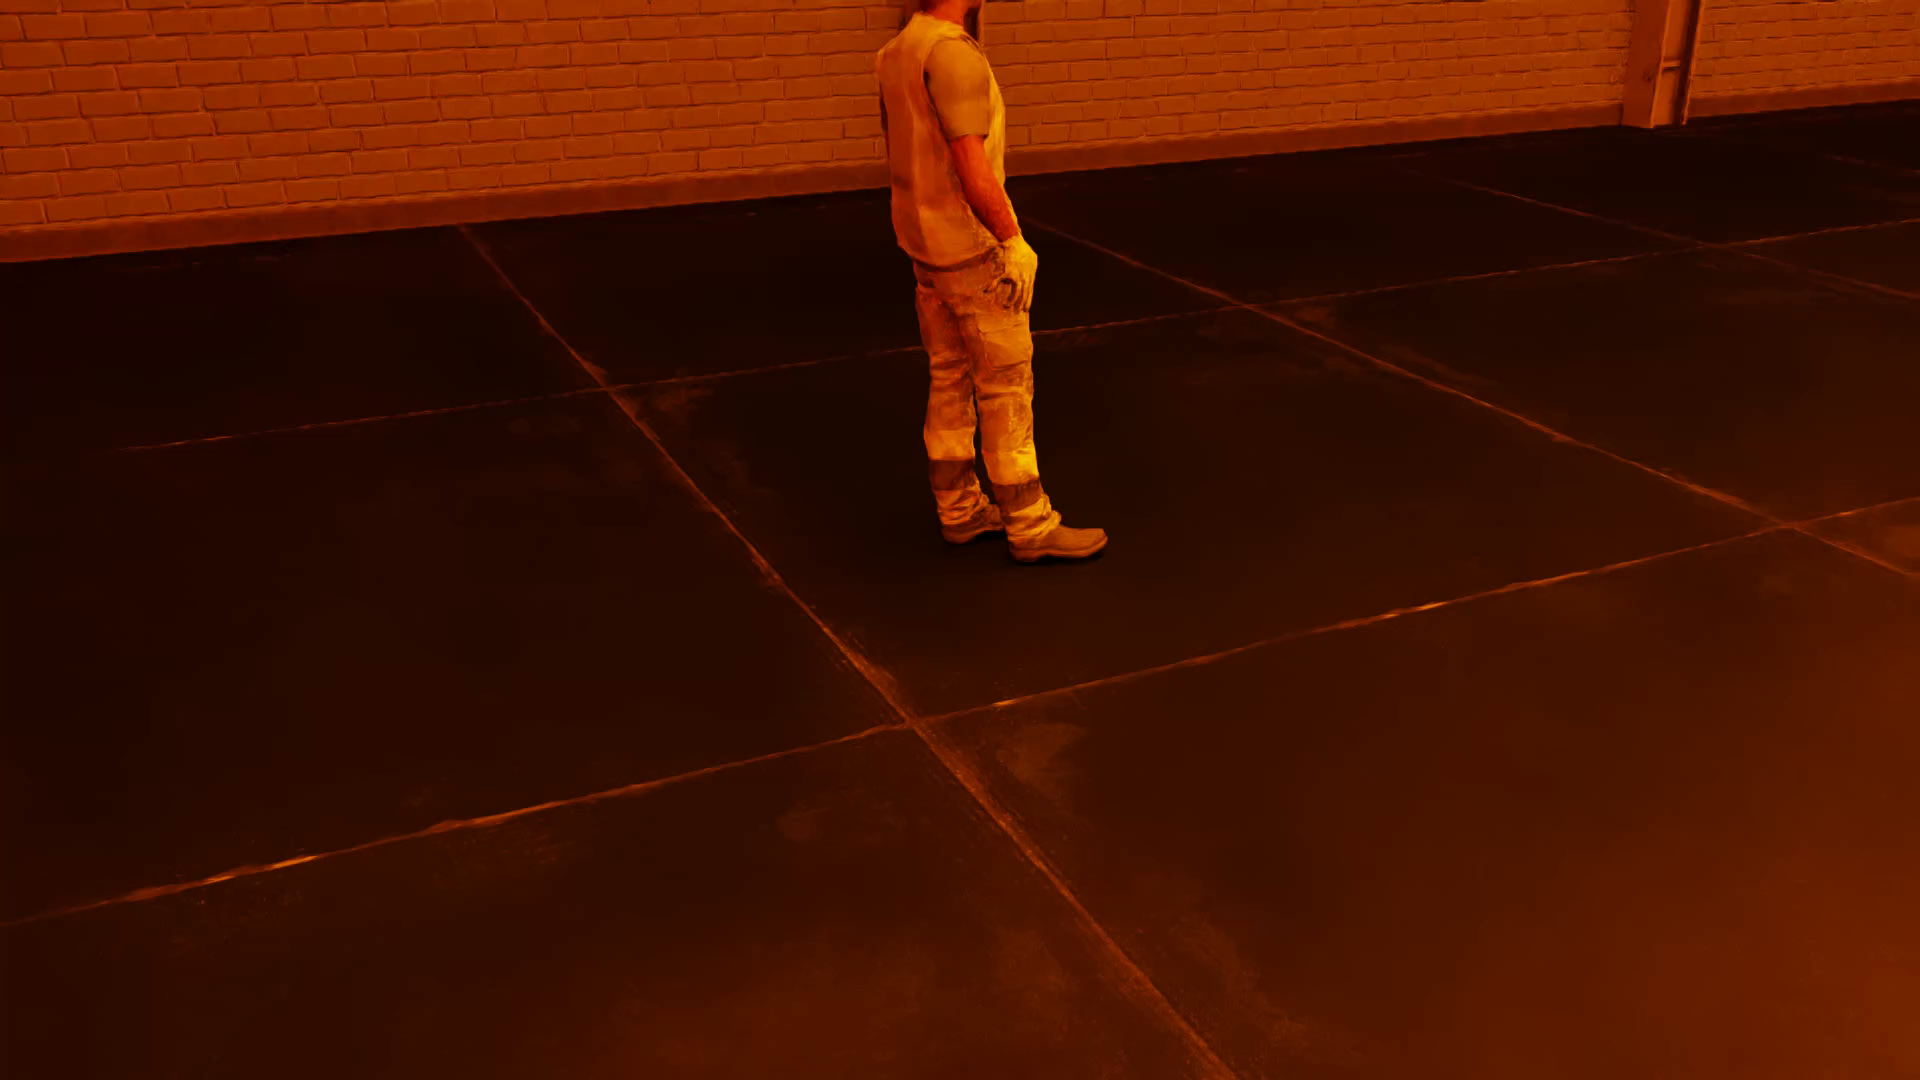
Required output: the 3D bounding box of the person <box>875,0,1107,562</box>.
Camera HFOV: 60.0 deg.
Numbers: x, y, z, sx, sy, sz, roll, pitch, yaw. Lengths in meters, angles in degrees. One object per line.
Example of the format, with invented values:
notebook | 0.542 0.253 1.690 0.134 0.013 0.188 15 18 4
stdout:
person | 0.077 -0.842 4.783 0.563 1.787 0.637 -10 25 -23
